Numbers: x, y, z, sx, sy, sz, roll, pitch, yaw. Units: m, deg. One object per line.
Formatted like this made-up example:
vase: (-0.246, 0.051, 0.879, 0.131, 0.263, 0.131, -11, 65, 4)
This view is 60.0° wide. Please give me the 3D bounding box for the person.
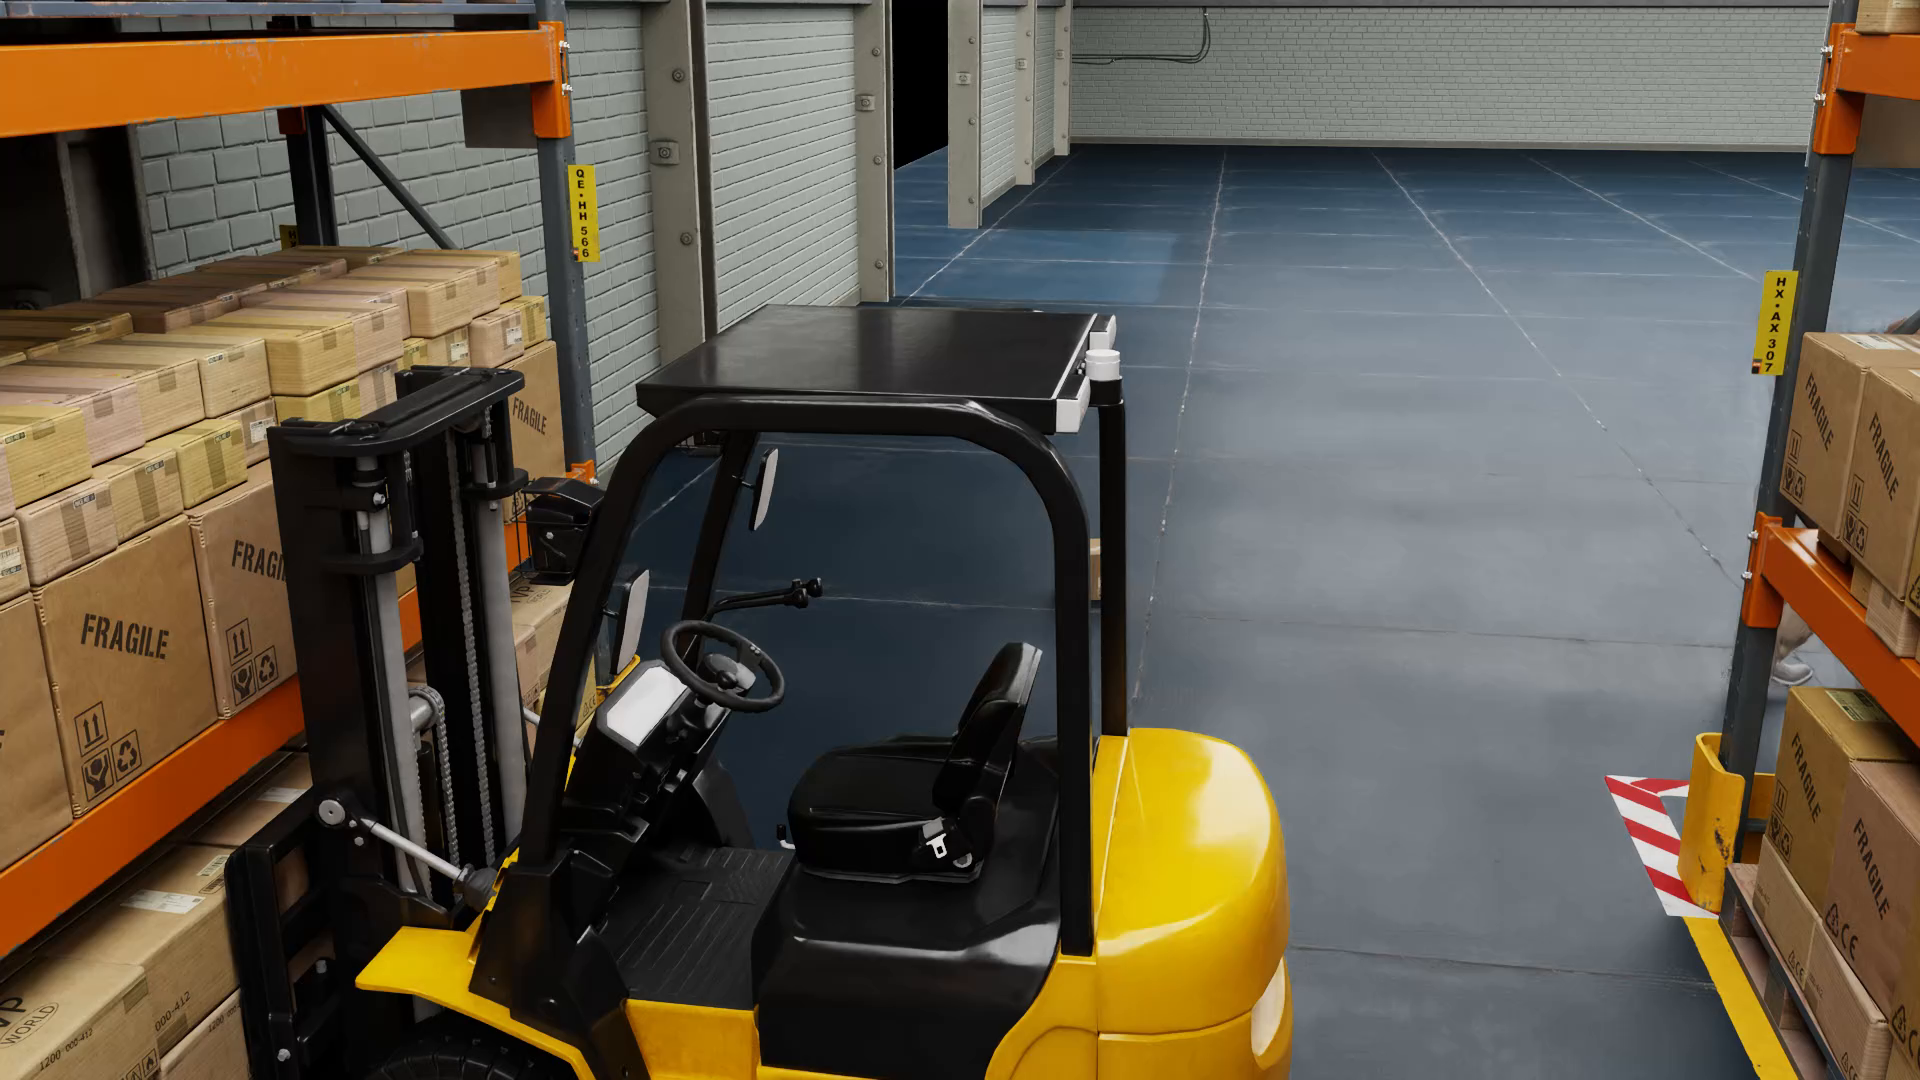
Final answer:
person: (3.878, -0.095, 6.881, 1.033, 1.674, 0.540, 4, 18, 13)
